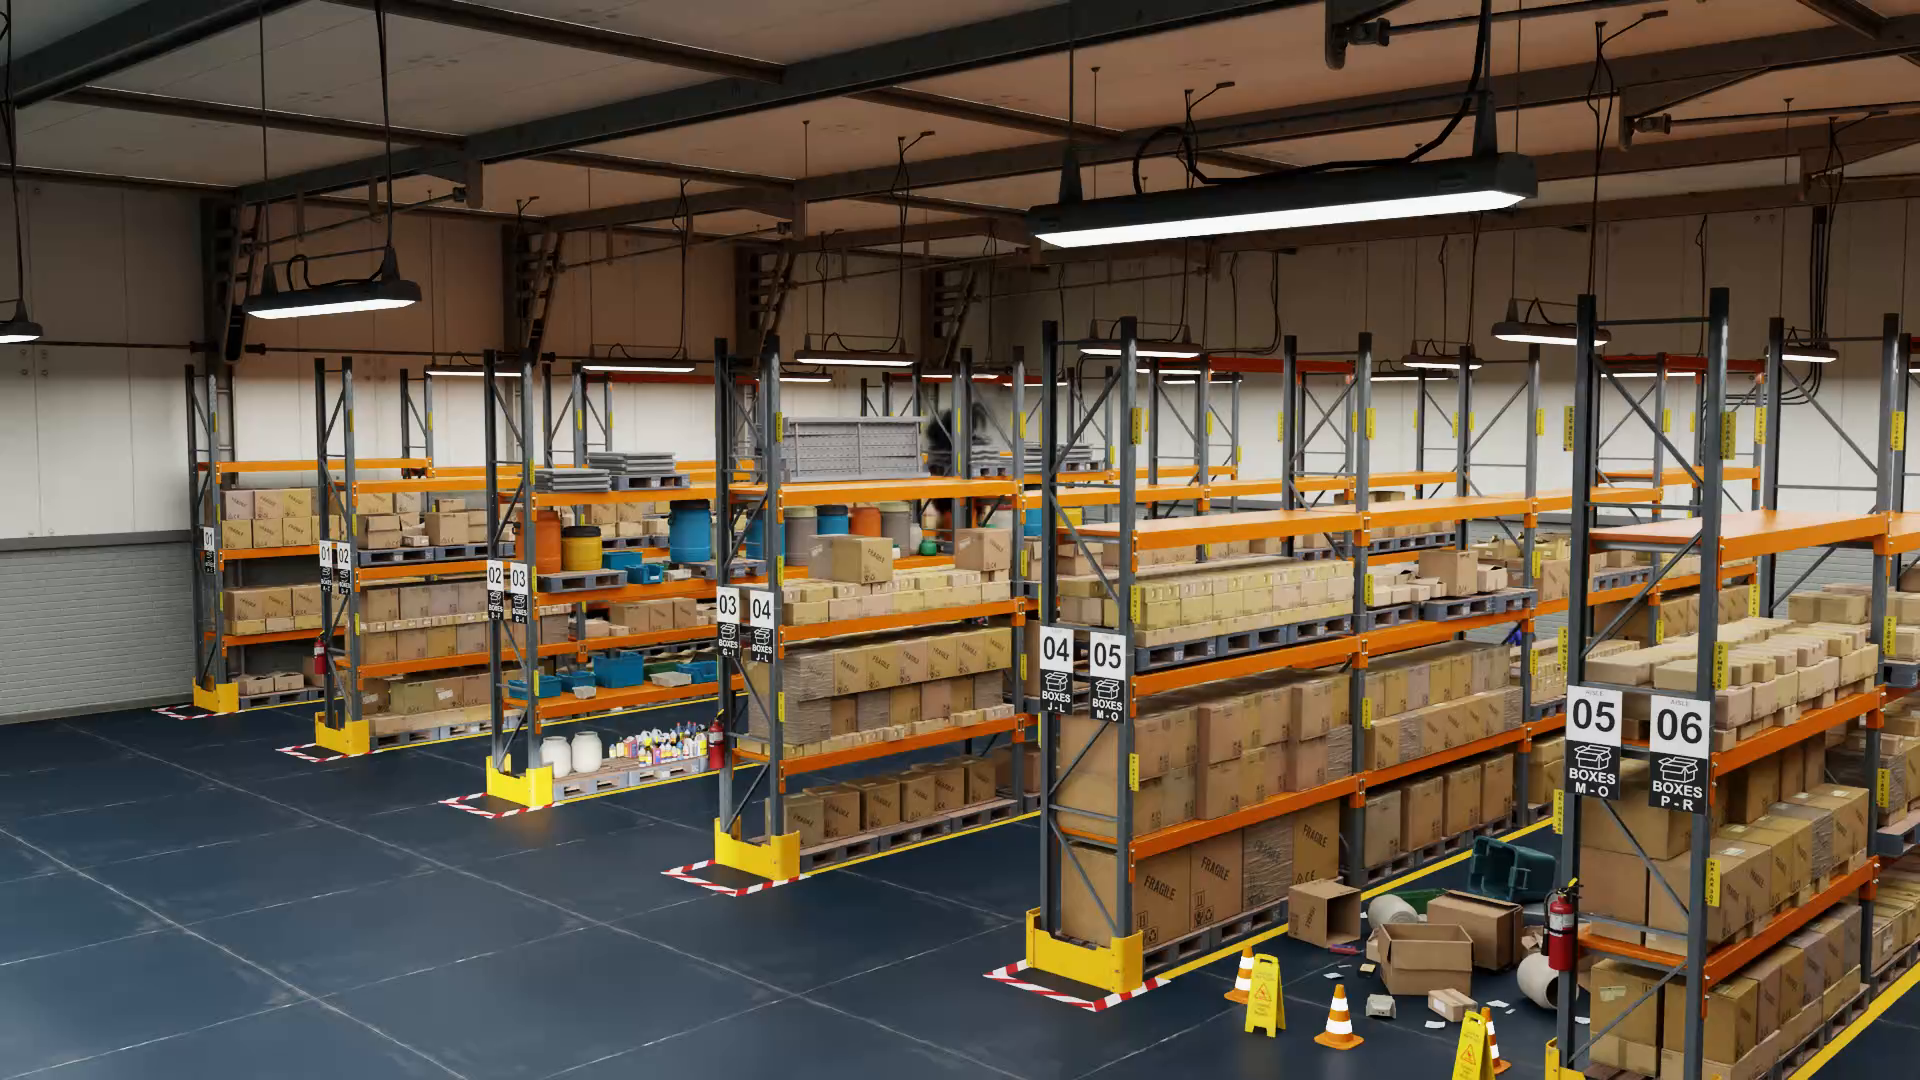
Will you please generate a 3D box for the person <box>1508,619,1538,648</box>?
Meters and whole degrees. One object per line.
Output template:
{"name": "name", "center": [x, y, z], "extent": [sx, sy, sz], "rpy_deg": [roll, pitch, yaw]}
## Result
{"name": "person", "center": [9.969, 2.124, 29.378], "extent": [0.607, 1.672, 0.697], "rpy_deg": [0, 4, 3]}
